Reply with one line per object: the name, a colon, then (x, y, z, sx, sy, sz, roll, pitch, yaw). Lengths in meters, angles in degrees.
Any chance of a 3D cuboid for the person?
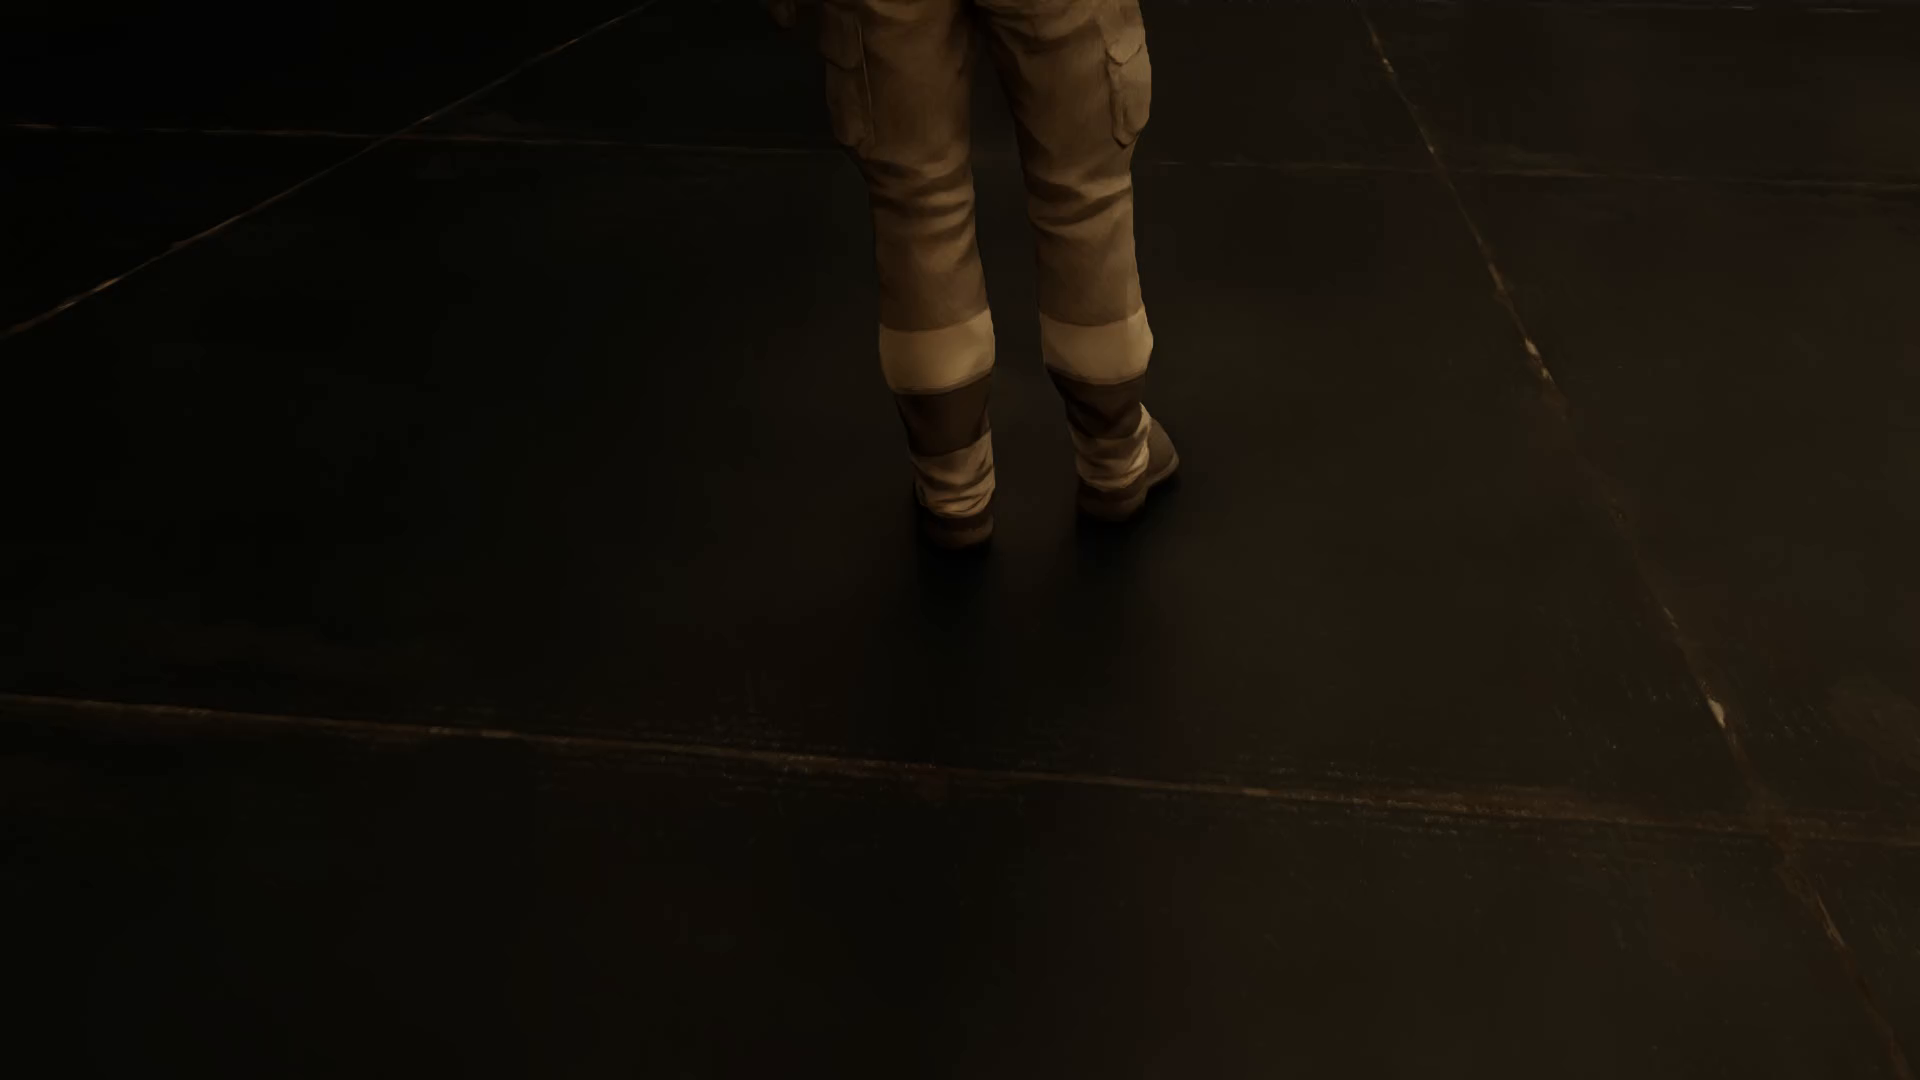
person: (0.021, -0.842, 2.167, 0.637, 1.787, 0.563, 3, 27, 7)
